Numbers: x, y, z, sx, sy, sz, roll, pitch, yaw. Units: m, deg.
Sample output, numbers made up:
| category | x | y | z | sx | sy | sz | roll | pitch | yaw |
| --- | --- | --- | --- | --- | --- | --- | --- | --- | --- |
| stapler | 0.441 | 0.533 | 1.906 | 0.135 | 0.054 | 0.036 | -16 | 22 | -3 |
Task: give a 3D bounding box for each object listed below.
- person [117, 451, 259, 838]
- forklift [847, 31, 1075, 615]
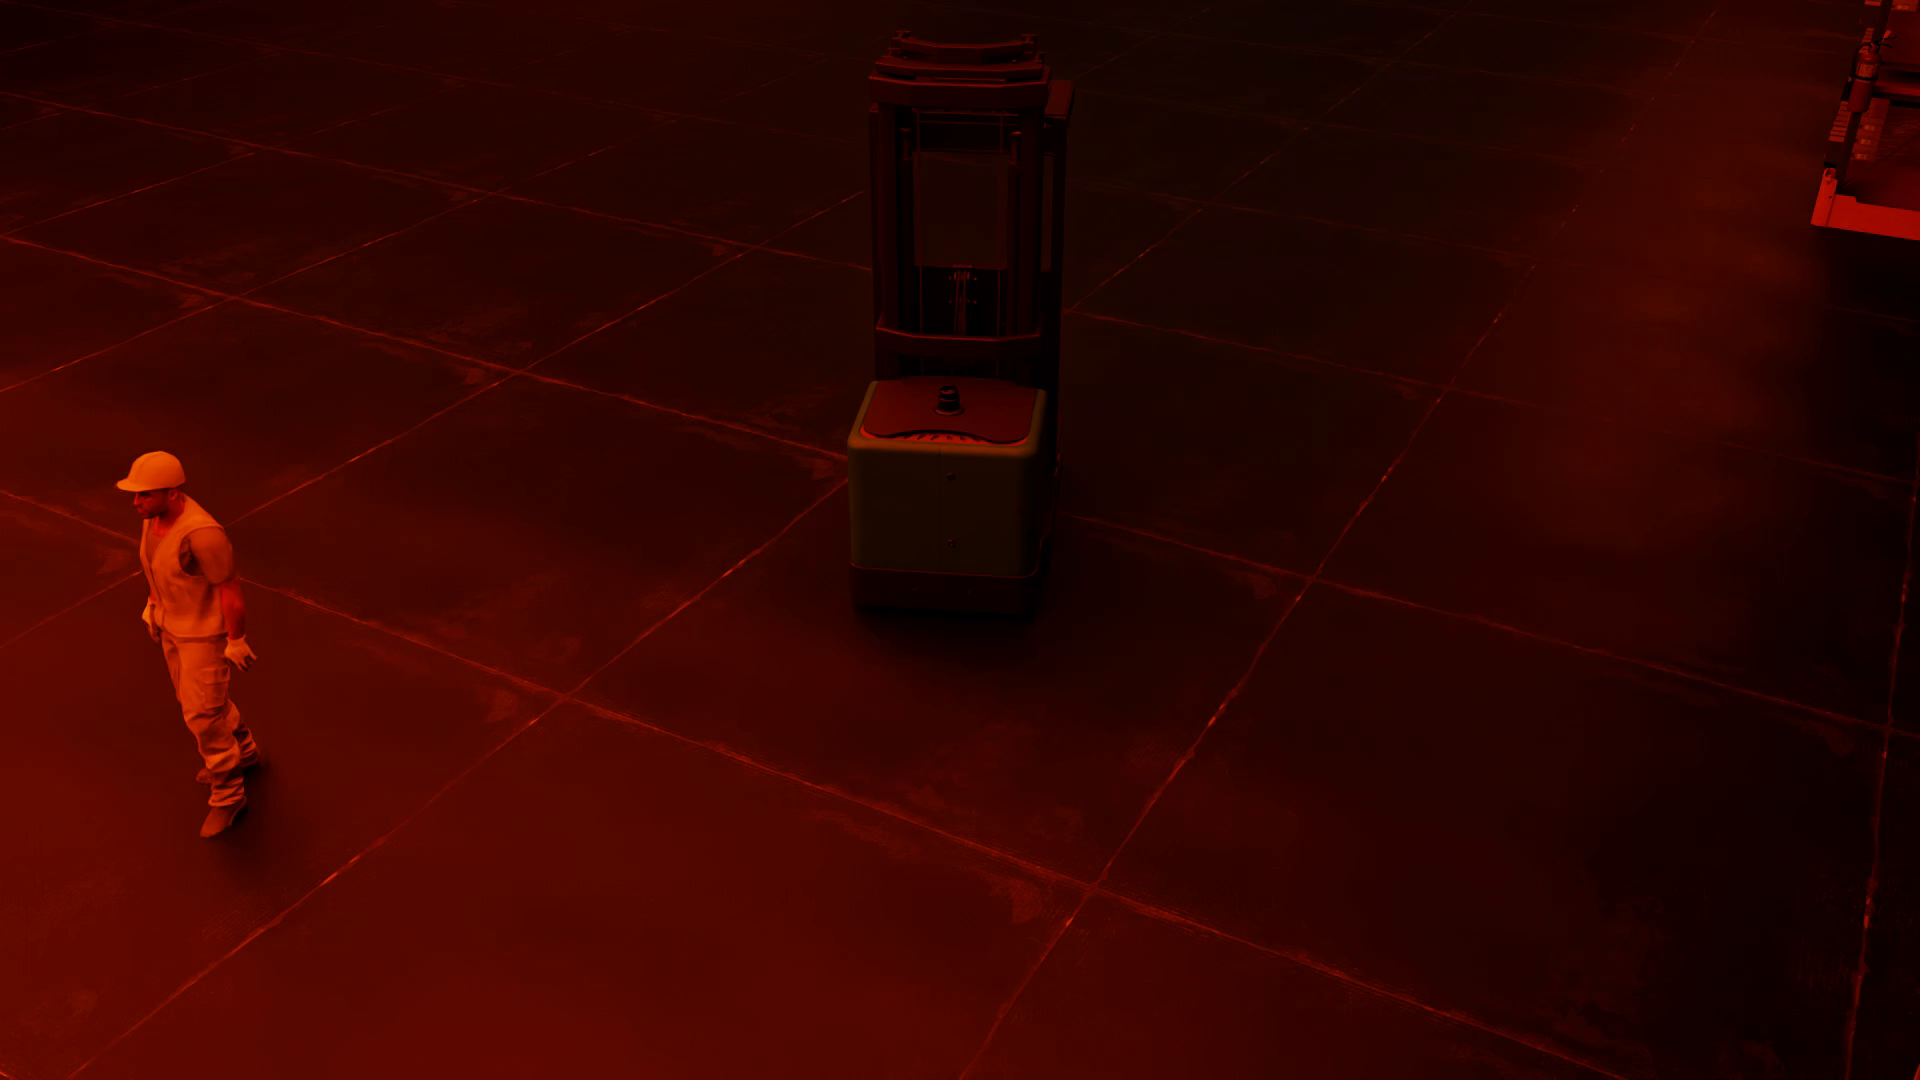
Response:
| category | x | y | z | sx | sy | sz | roll | pitch | yaw |
| --- | --- | --- | --- | --- | --- | --- | --- | --- | --- |
| person | -3.518 | 0.445 | 7.503 | 0.629 | 1.819 | 0.513 | 23 | 37 | 34 |
| forklift | 0.072 | -1.572 | 9.794 | 1.130 | 2.935 | 3.031 | 3 | 30 | 6 |
